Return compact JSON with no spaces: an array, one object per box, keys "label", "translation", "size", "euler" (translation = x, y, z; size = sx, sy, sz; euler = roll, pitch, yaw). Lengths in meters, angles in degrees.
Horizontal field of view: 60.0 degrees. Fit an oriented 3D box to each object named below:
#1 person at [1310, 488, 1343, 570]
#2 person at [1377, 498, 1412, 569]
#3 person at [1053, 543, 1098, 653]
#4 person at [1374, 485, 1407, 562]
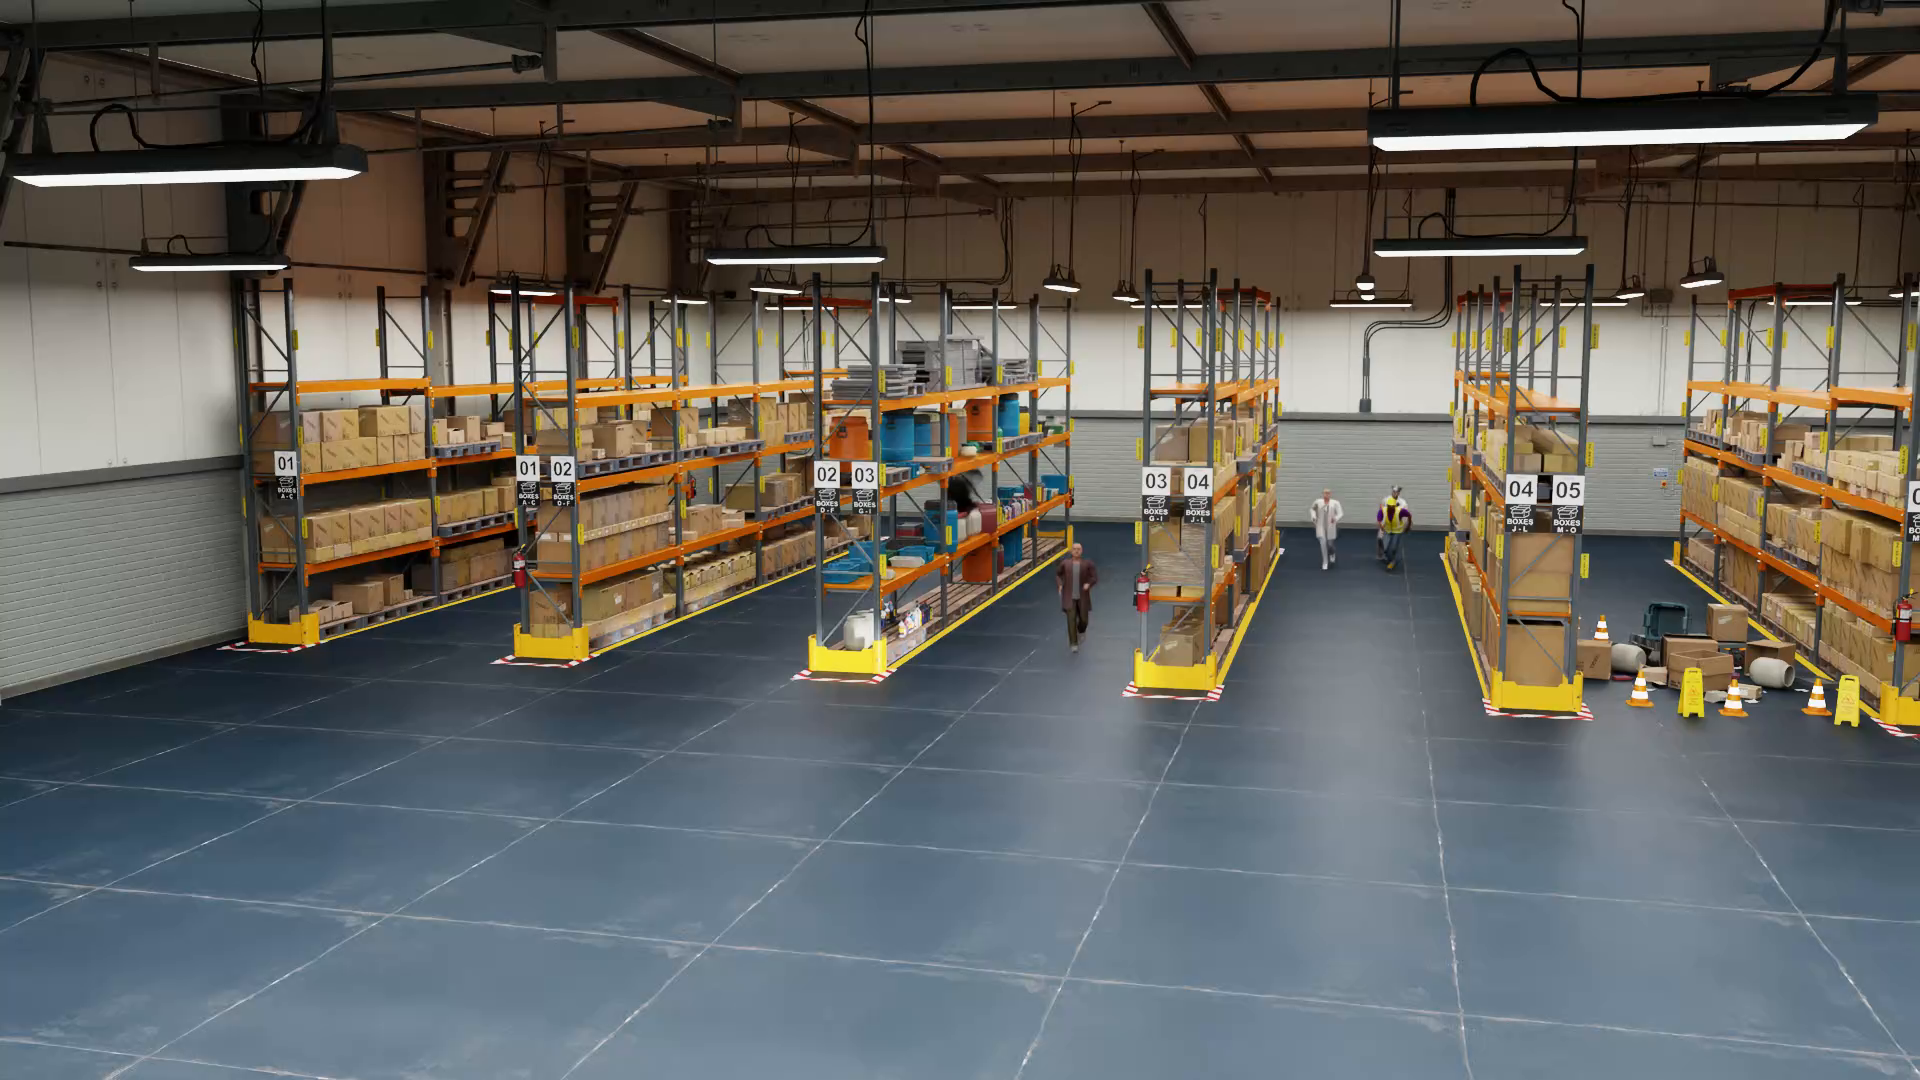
[{"label":"person","translation":[8.072,-0.260,36.704],"size":[0.720,1.776,0.942],"euler":[2,7,14]},{"label":"person","translation":[9.535,-0.152,36.541],"size":[0.721,1.603,0.869],"euler":[3,7,22]},{"label":"person","translation":[1.859,0.913,26.764],"size":[0.716,1.734,0.833],"euler":[0,7,3]},{"label":"person","translation":[9.795,-0.368,37.731],"size":[0.702,1.791,0.675],"euler":[3,8,25]}]
